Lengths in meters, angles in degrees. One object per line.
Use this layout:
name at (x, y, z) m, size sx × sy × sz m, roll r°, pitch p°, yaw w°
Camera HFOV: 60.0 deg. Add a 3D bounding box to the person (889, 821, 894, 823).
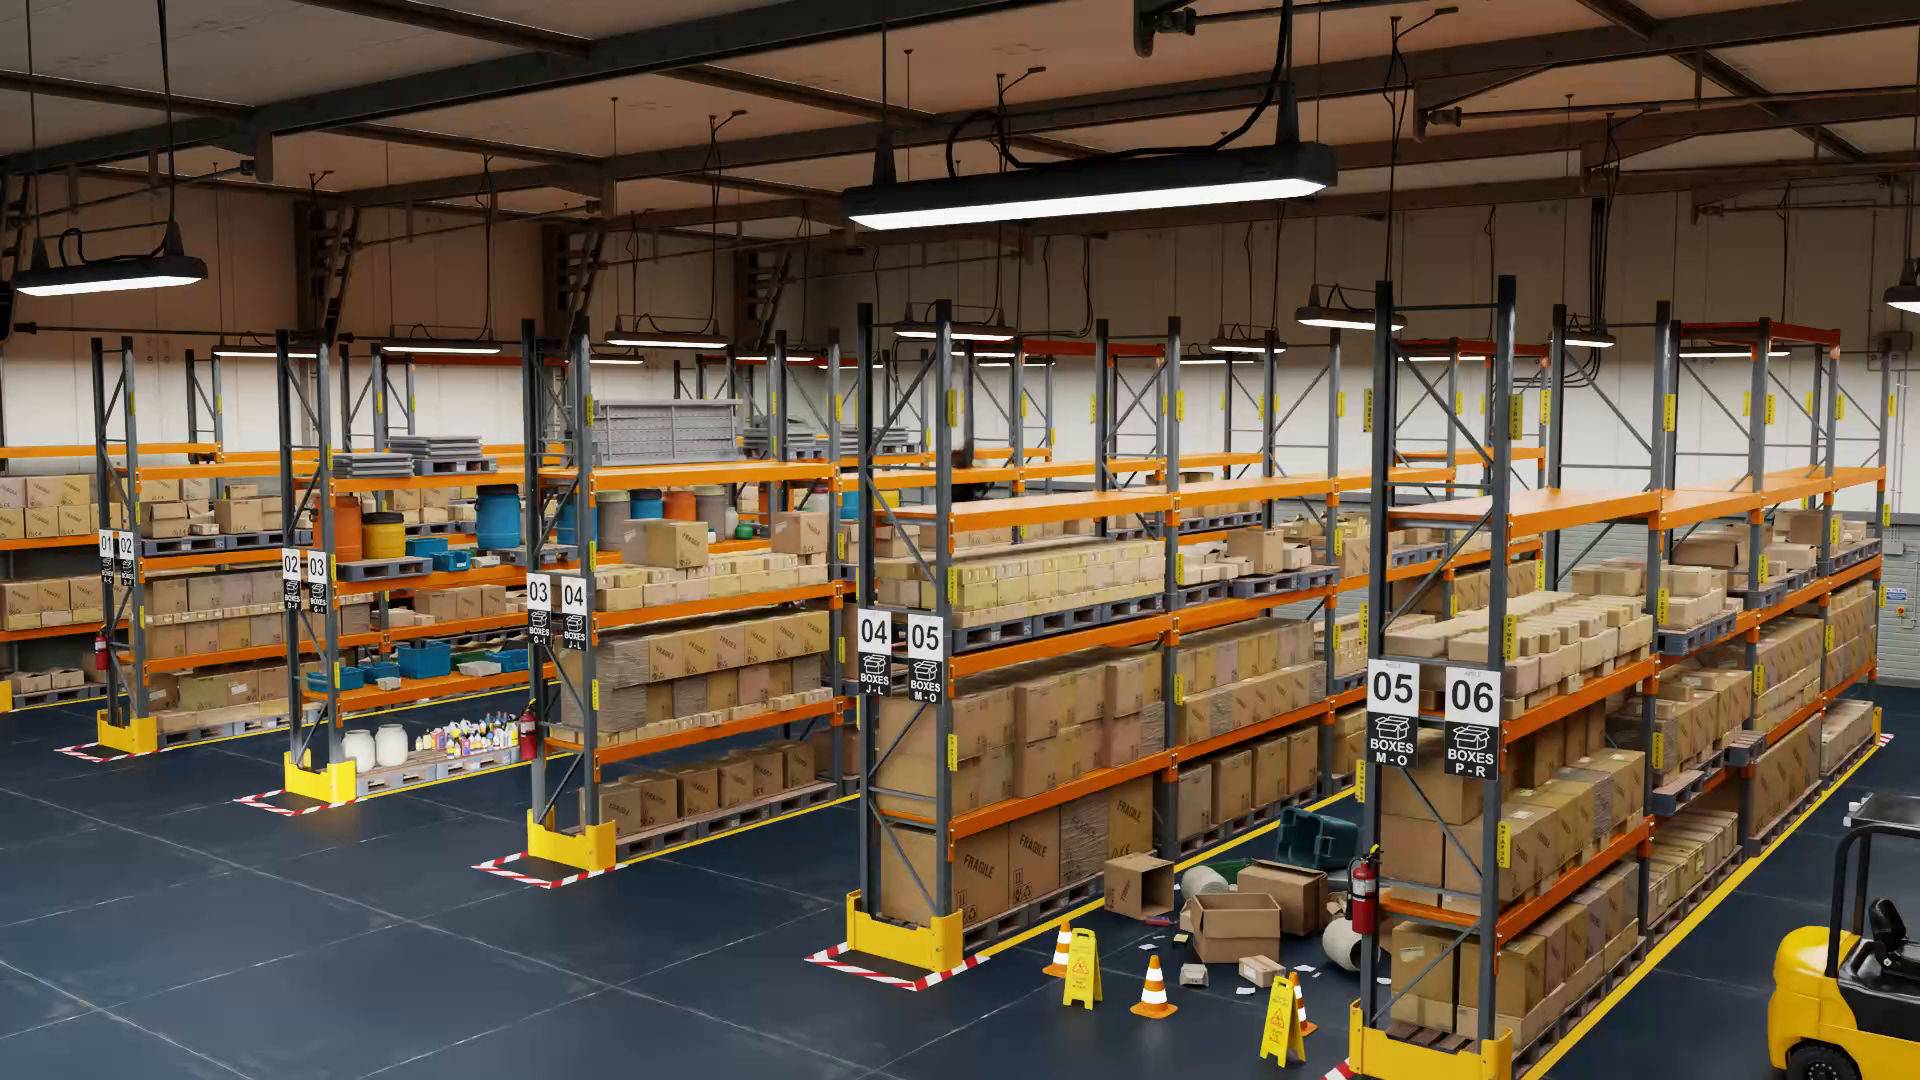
person at (-0.475, 2.776, 17.817) m, size 0.663 × 1.723 × 1.092 m, roll 3°, pitch 6°, yaw 33°
